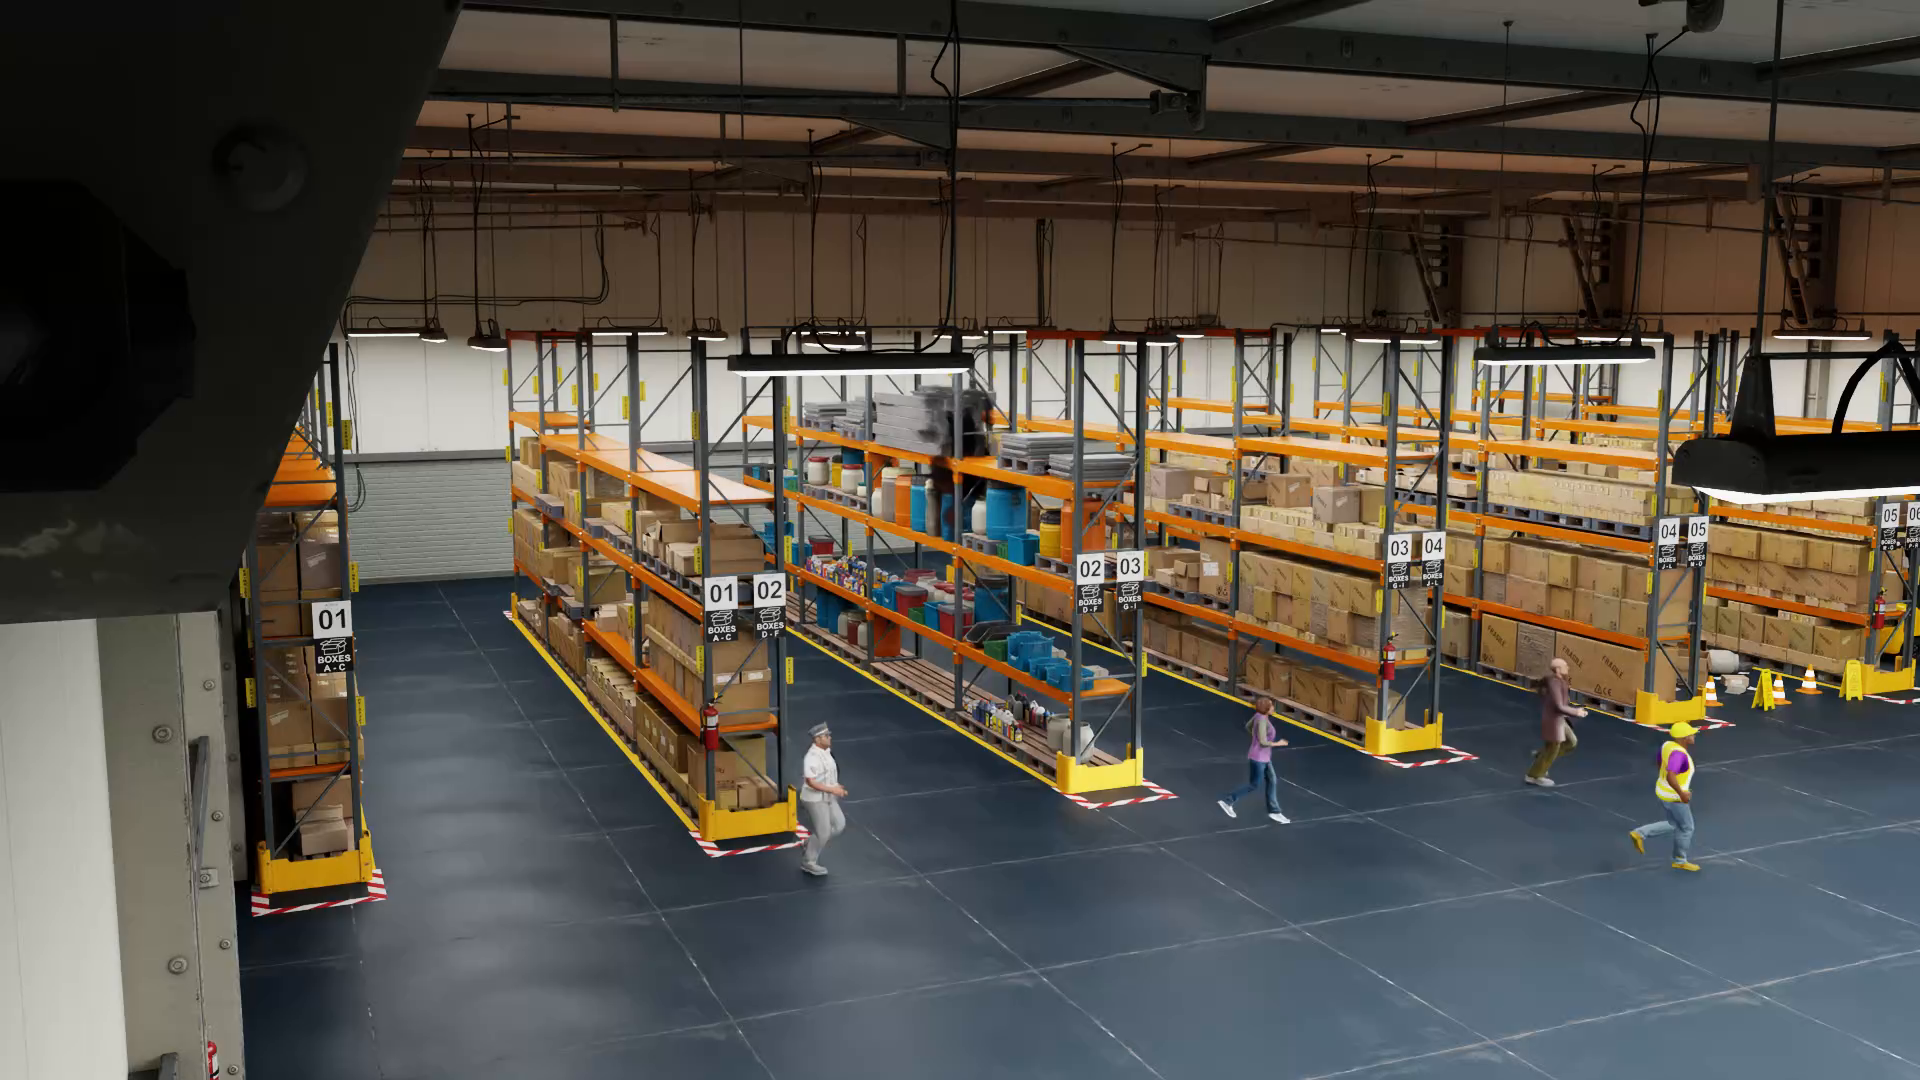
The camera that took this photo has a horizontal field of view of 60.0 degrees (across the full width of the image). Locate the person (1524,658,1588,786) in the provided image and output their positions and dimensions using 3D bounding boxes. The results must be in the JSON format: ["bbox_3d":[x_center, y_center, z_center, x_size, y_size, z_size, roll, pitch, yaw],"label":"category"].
[{"bbox_3d":[8.038,2.532,22.402,0.759,1.550,0.747,3,8,19],"label":"person"}]

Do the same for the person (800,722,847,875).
[{"bbox_3d":[-1.542,2.912,18.873,0.608,1.745,0.699,2,8,12],"label":"person"}]

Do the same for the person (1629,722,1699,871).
[{"bbox_3d":[8.078,2.919,18.946,0.788,1.739,0.725,1,8,9],"label":"person"}]

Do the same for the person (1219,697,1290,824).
[{"bbox_3d":[3.693,2.739,20.688,0.856,1.607,0.552,1,8,9],"label":"person"}]

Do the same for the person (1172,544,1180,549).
[{"bbox_3d":[4.474,0.870,34.483,0.514,1.558,0.541,-4,9,-27],"label":"person"}]
